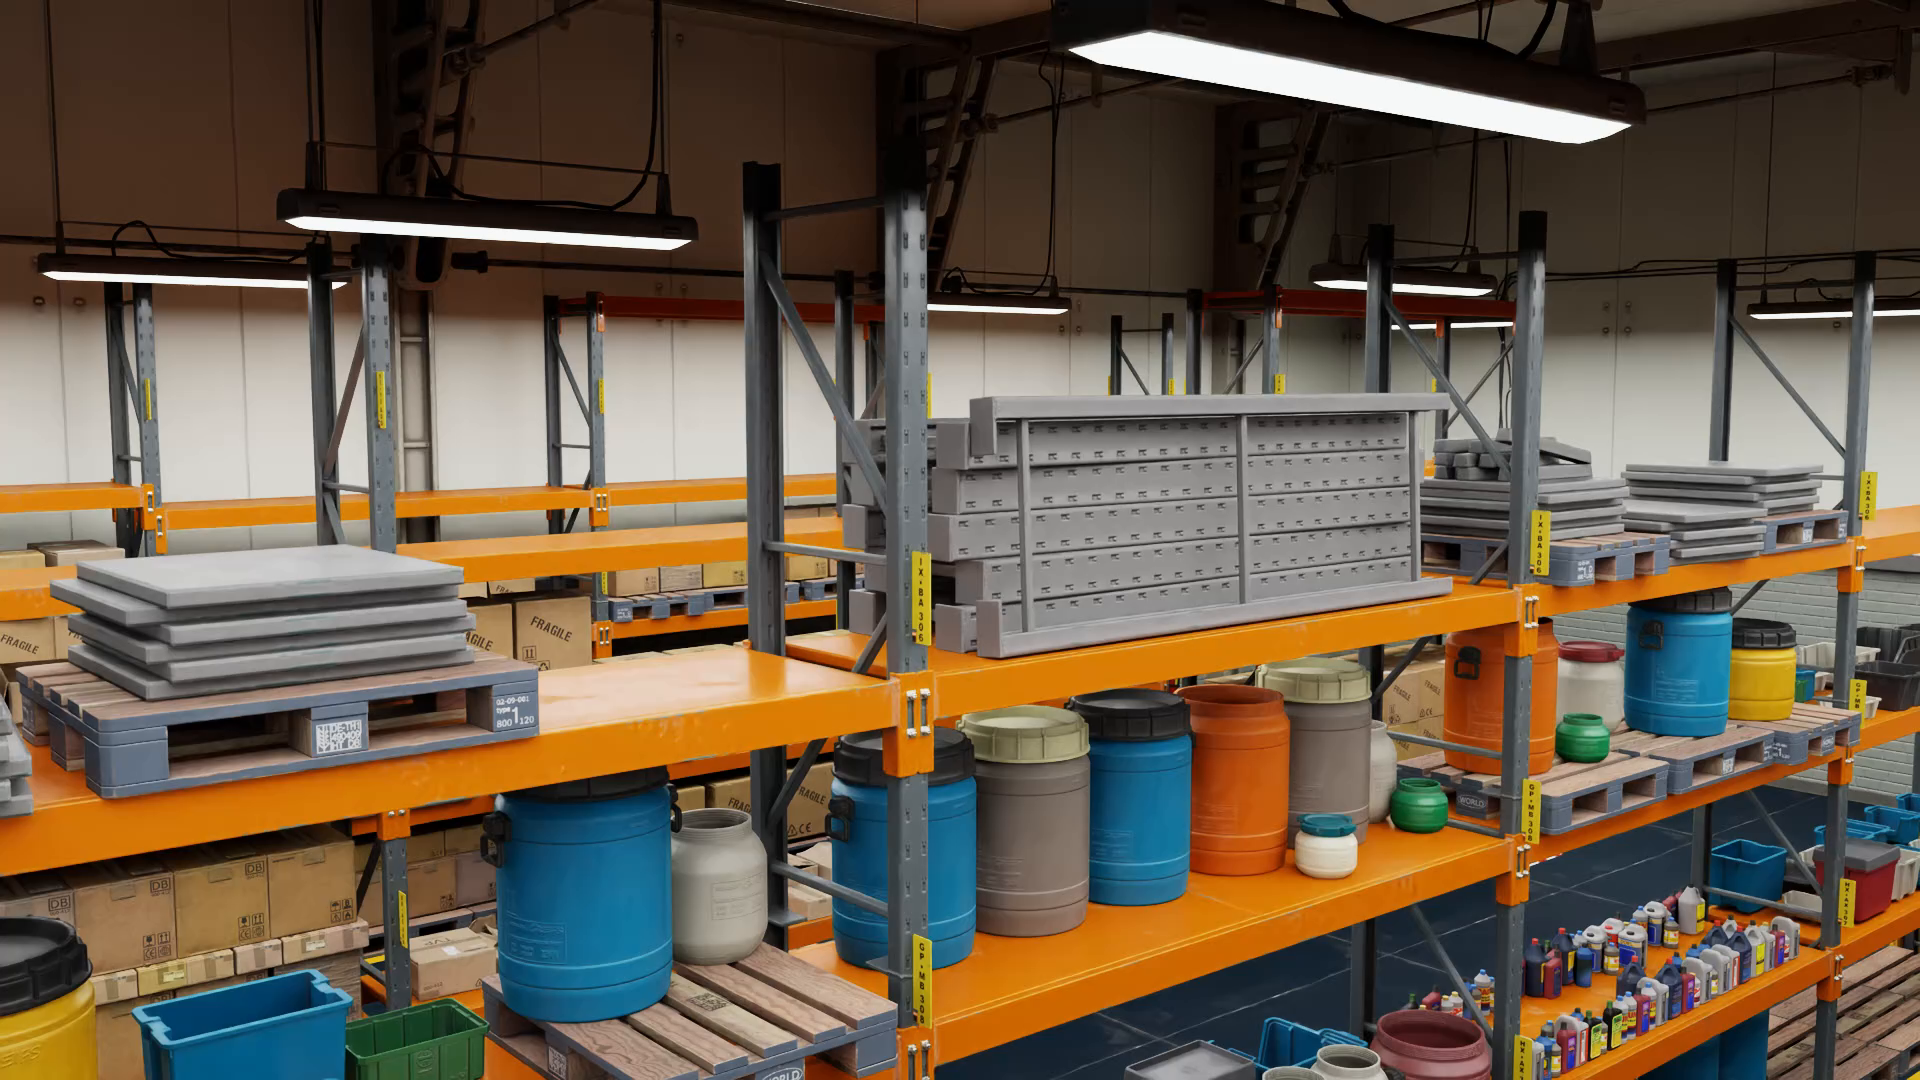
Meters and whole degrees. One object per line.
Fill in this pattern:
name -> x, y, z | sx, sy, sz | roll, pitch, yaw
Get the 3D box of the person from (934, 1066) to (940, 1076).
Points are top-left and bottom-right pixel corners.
person -> -0.389, 3.263, 10.797 | 0.745, 1.836, 0.597 | -5, 7, -41
